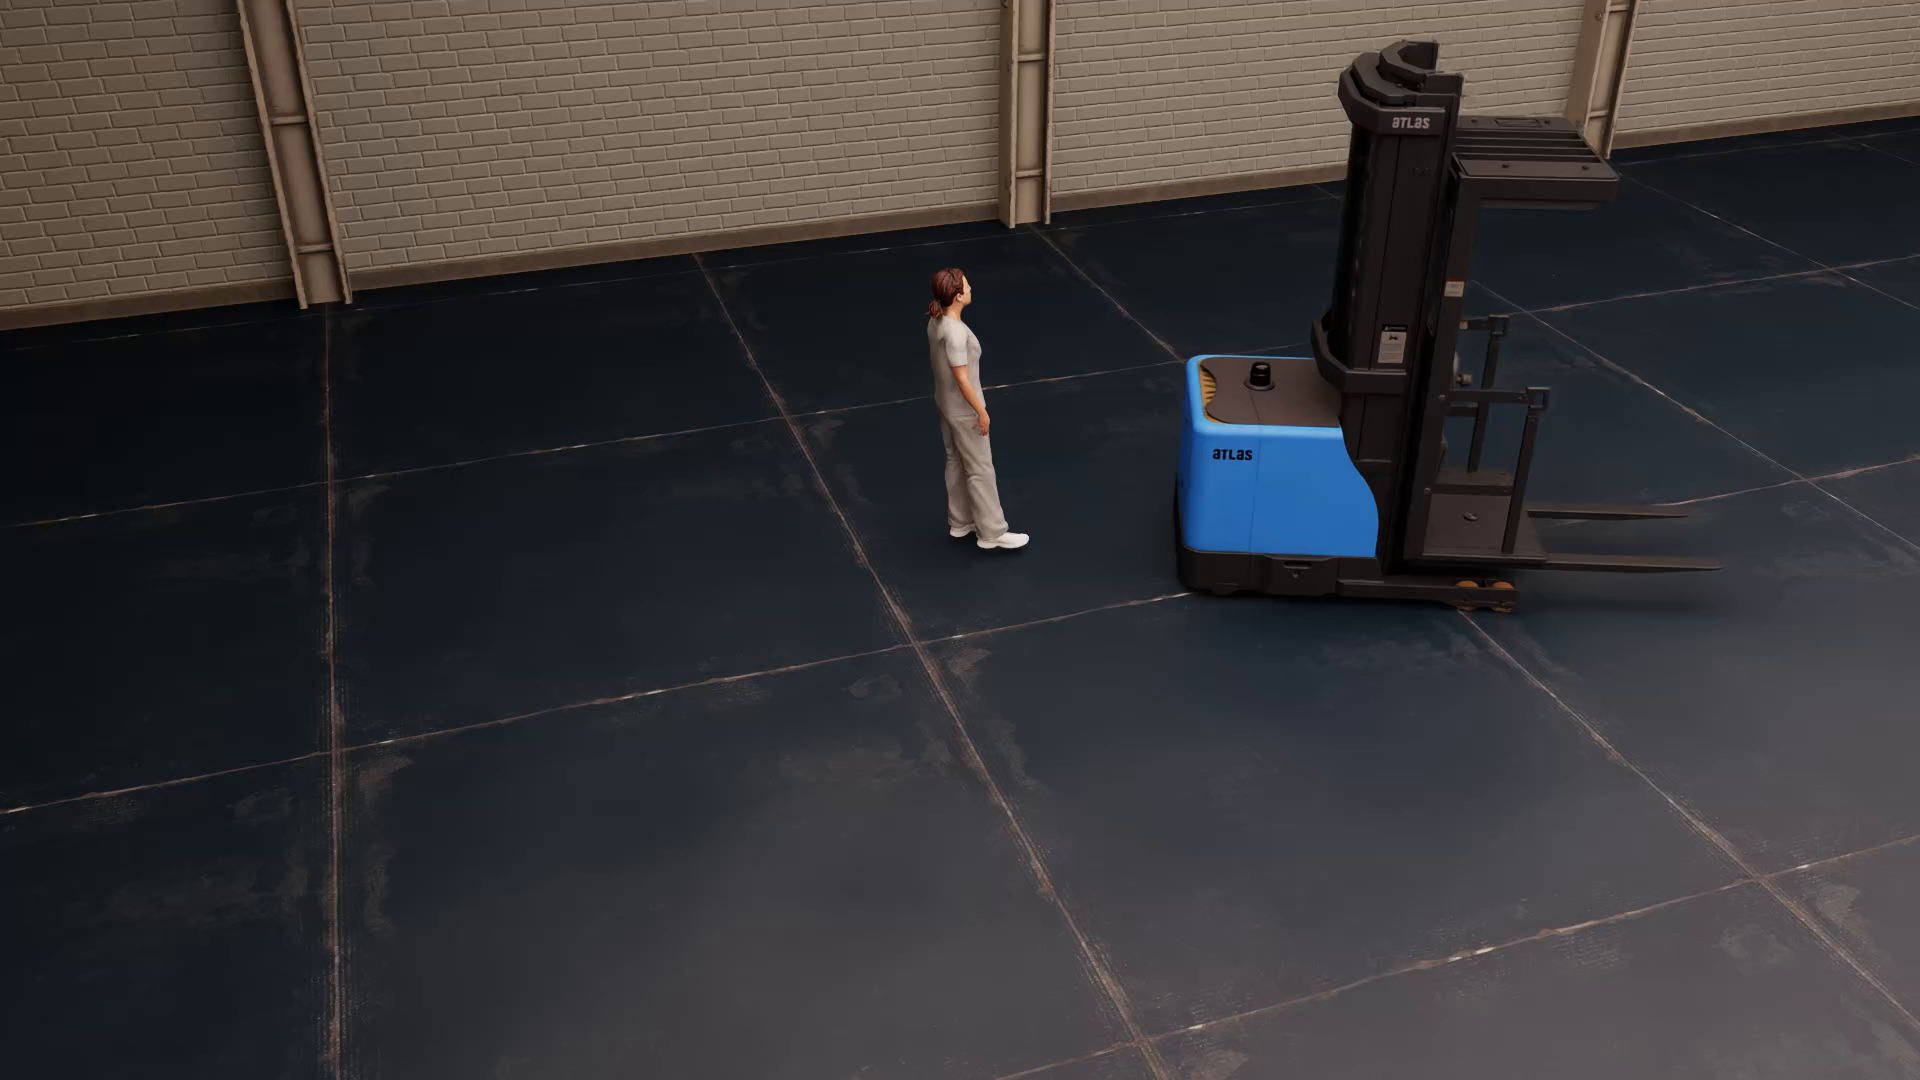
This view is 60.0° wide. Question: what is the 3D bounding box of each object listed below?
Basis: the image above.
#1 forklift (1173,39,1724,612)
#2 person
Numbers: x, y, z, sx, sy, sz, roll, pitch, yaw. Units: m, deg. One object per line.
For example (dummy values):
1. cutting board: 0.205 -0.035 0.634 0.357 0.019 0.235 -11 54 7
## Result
1. forklift: 2.792 -1.143 9.074 3.031 2.935 1.130 2 30 4
2. person: 0.074 -0.768 9.596 0.549 1.665 0.549 -10 31 -16
